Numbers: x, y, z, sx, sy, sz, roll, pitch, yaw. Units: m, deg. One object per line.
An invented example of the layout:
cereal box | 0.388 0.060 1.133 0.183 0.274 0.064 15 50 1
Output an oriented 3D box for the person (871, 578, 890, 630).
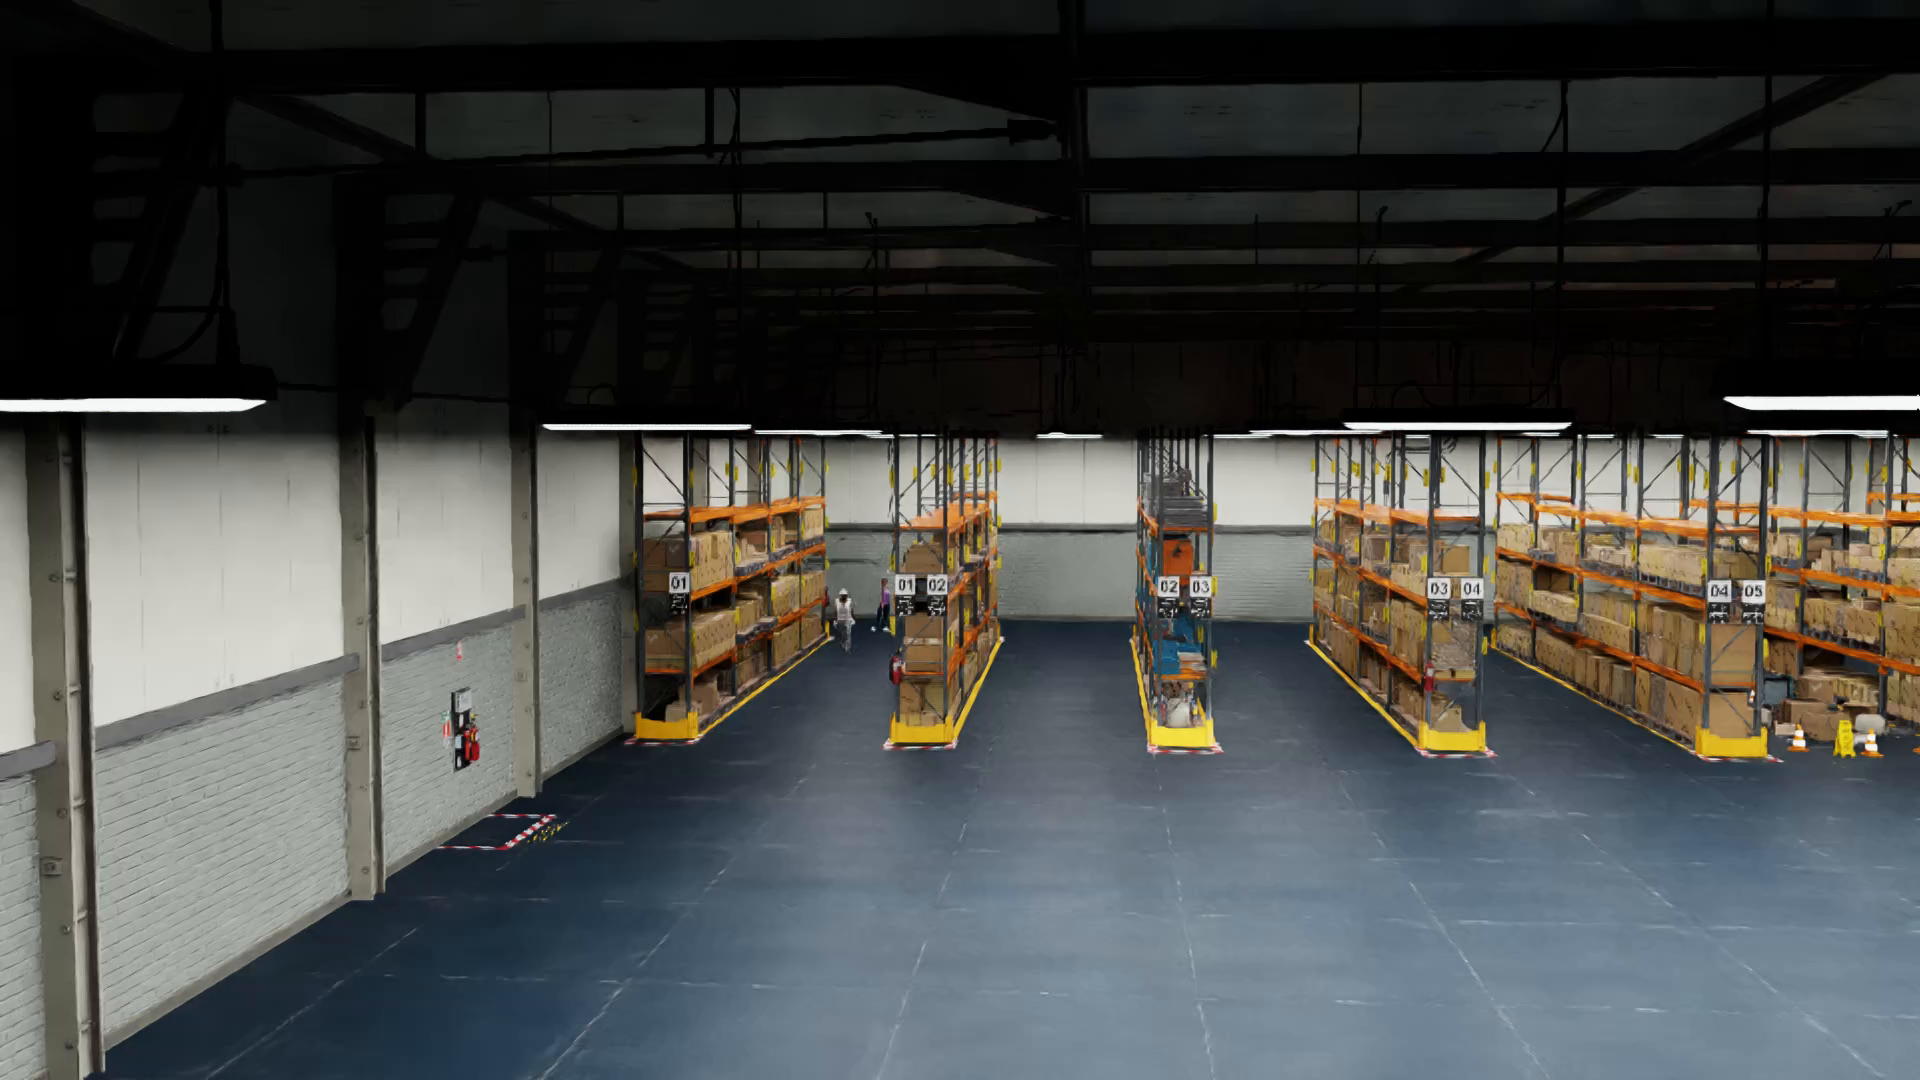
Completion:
person | -2.387 1.928 50.034 0.436 1.592 0.583 3 5 42

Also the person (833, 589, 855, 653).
person | -3.143 2.156 44.853 0.571 1.701 1.112 0 3 3
